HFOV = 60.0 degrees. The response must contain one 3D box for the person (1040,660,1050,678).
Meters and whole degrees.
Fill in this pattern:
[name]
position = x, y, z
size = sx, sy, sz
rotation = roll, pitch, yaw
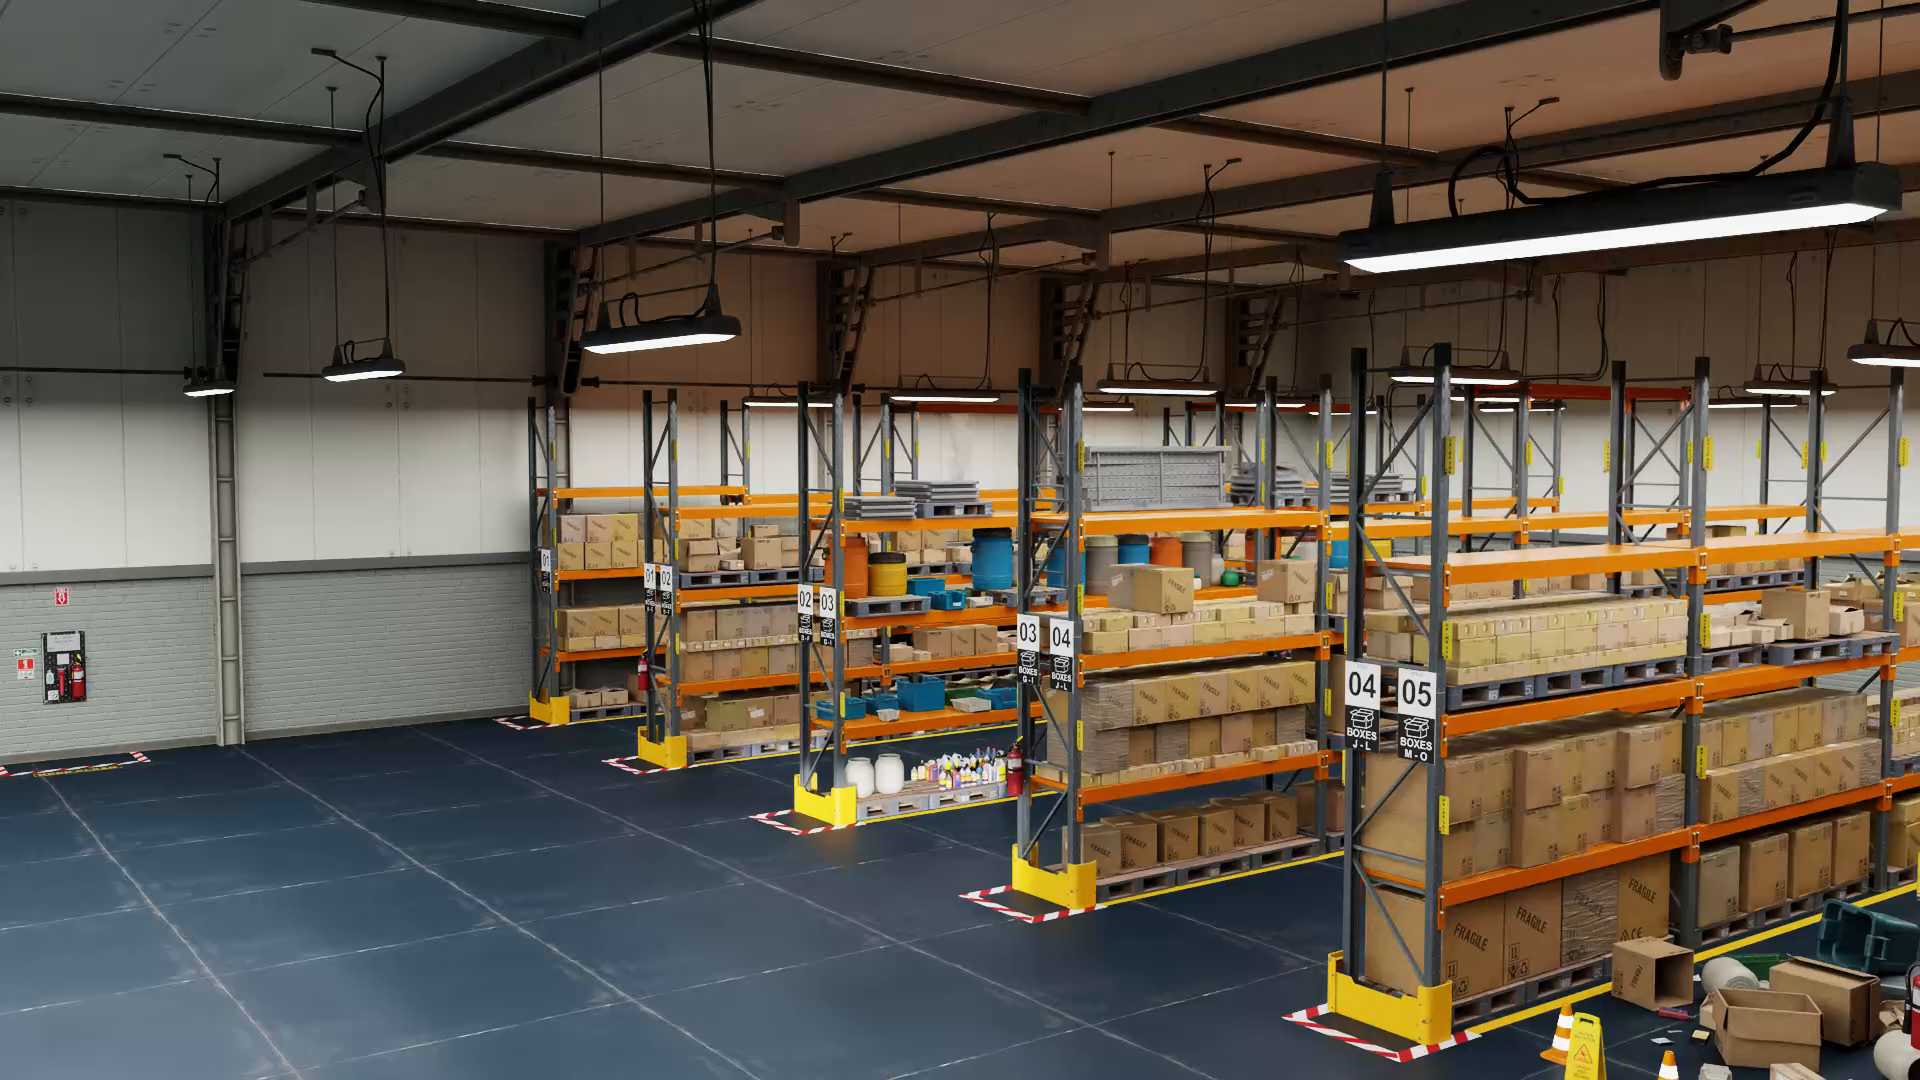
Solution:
[person]
position = 1.980, 2.271, 34.154
size = 1.150, 1.801, 0.626
rotation = -3, 4, -38
